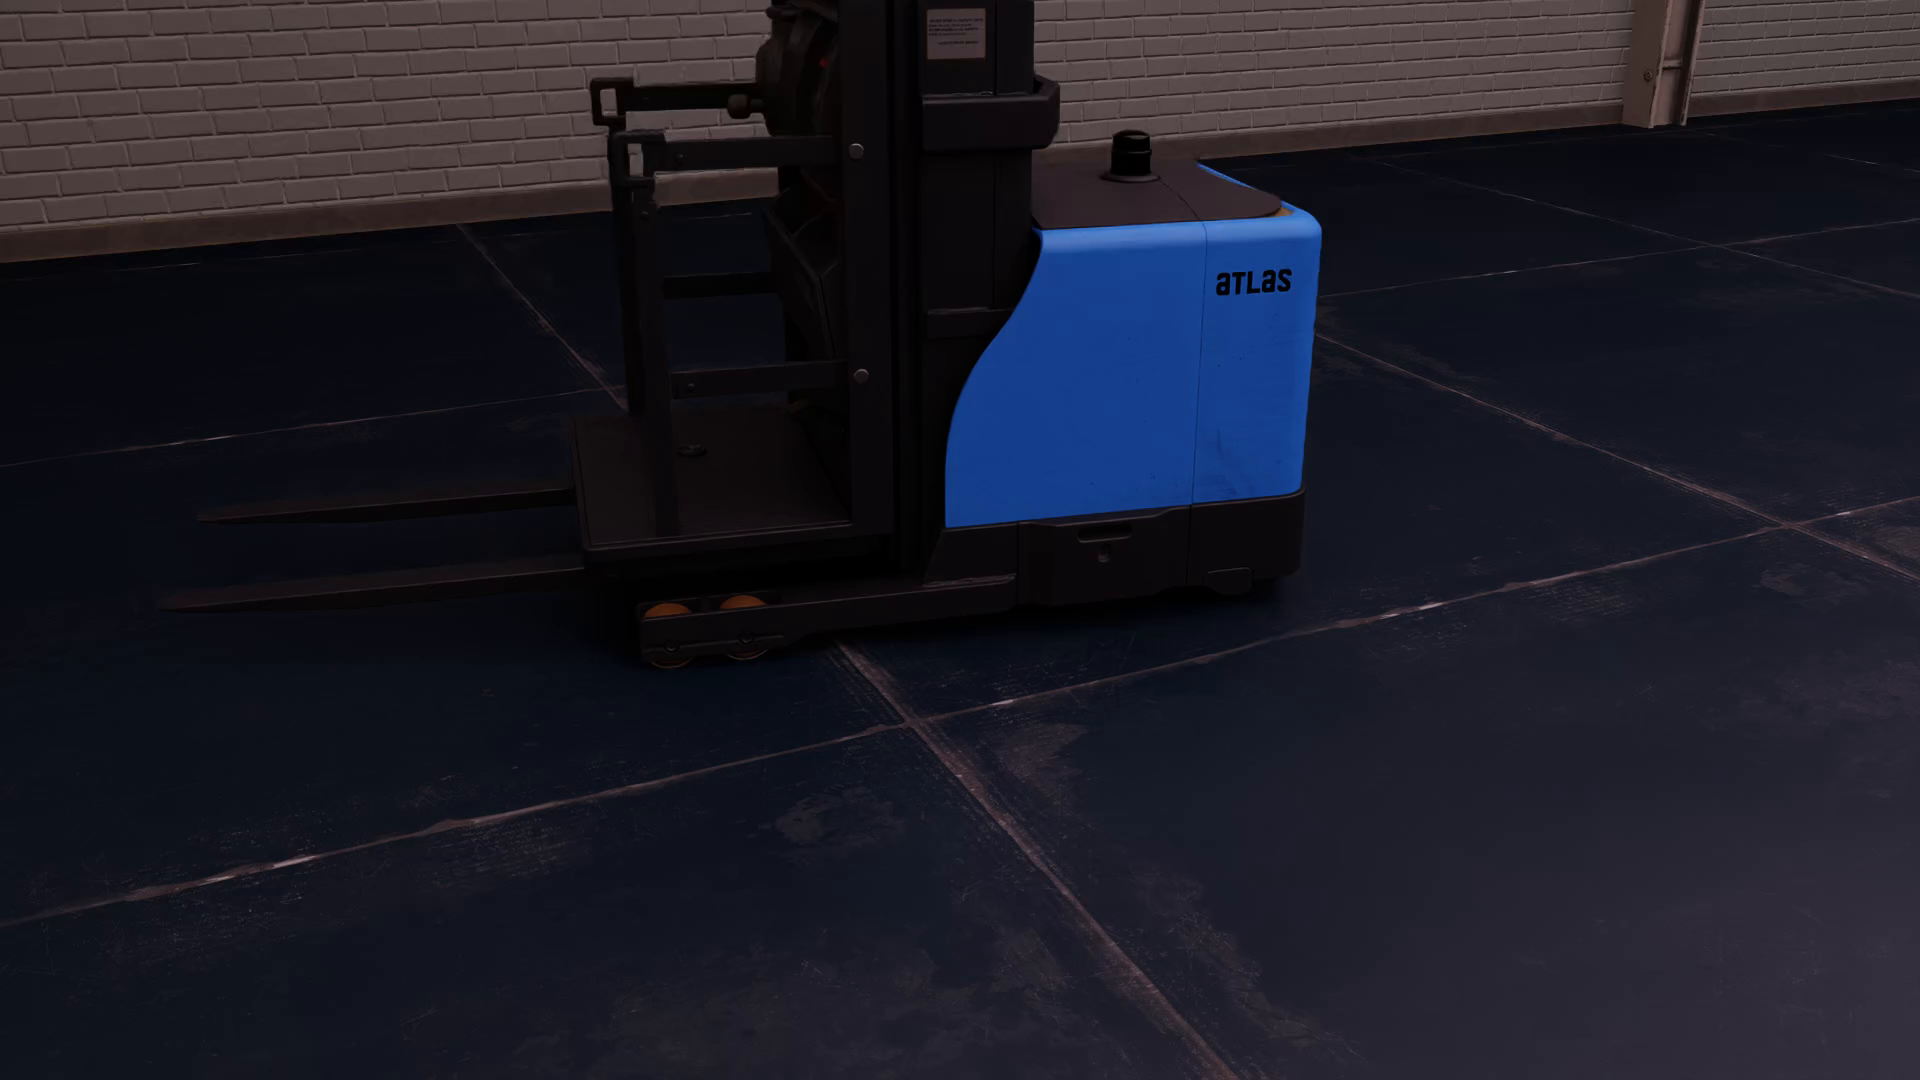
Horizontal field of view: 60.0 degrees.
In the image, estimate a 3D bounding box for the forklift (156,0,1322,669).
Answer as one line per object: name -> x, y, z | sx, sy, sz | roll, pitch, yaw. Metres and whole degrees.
forklift -> -0.604, -1.244, 4.281 | 3.031, 2.935, 1.130 | -6, 23, -13
